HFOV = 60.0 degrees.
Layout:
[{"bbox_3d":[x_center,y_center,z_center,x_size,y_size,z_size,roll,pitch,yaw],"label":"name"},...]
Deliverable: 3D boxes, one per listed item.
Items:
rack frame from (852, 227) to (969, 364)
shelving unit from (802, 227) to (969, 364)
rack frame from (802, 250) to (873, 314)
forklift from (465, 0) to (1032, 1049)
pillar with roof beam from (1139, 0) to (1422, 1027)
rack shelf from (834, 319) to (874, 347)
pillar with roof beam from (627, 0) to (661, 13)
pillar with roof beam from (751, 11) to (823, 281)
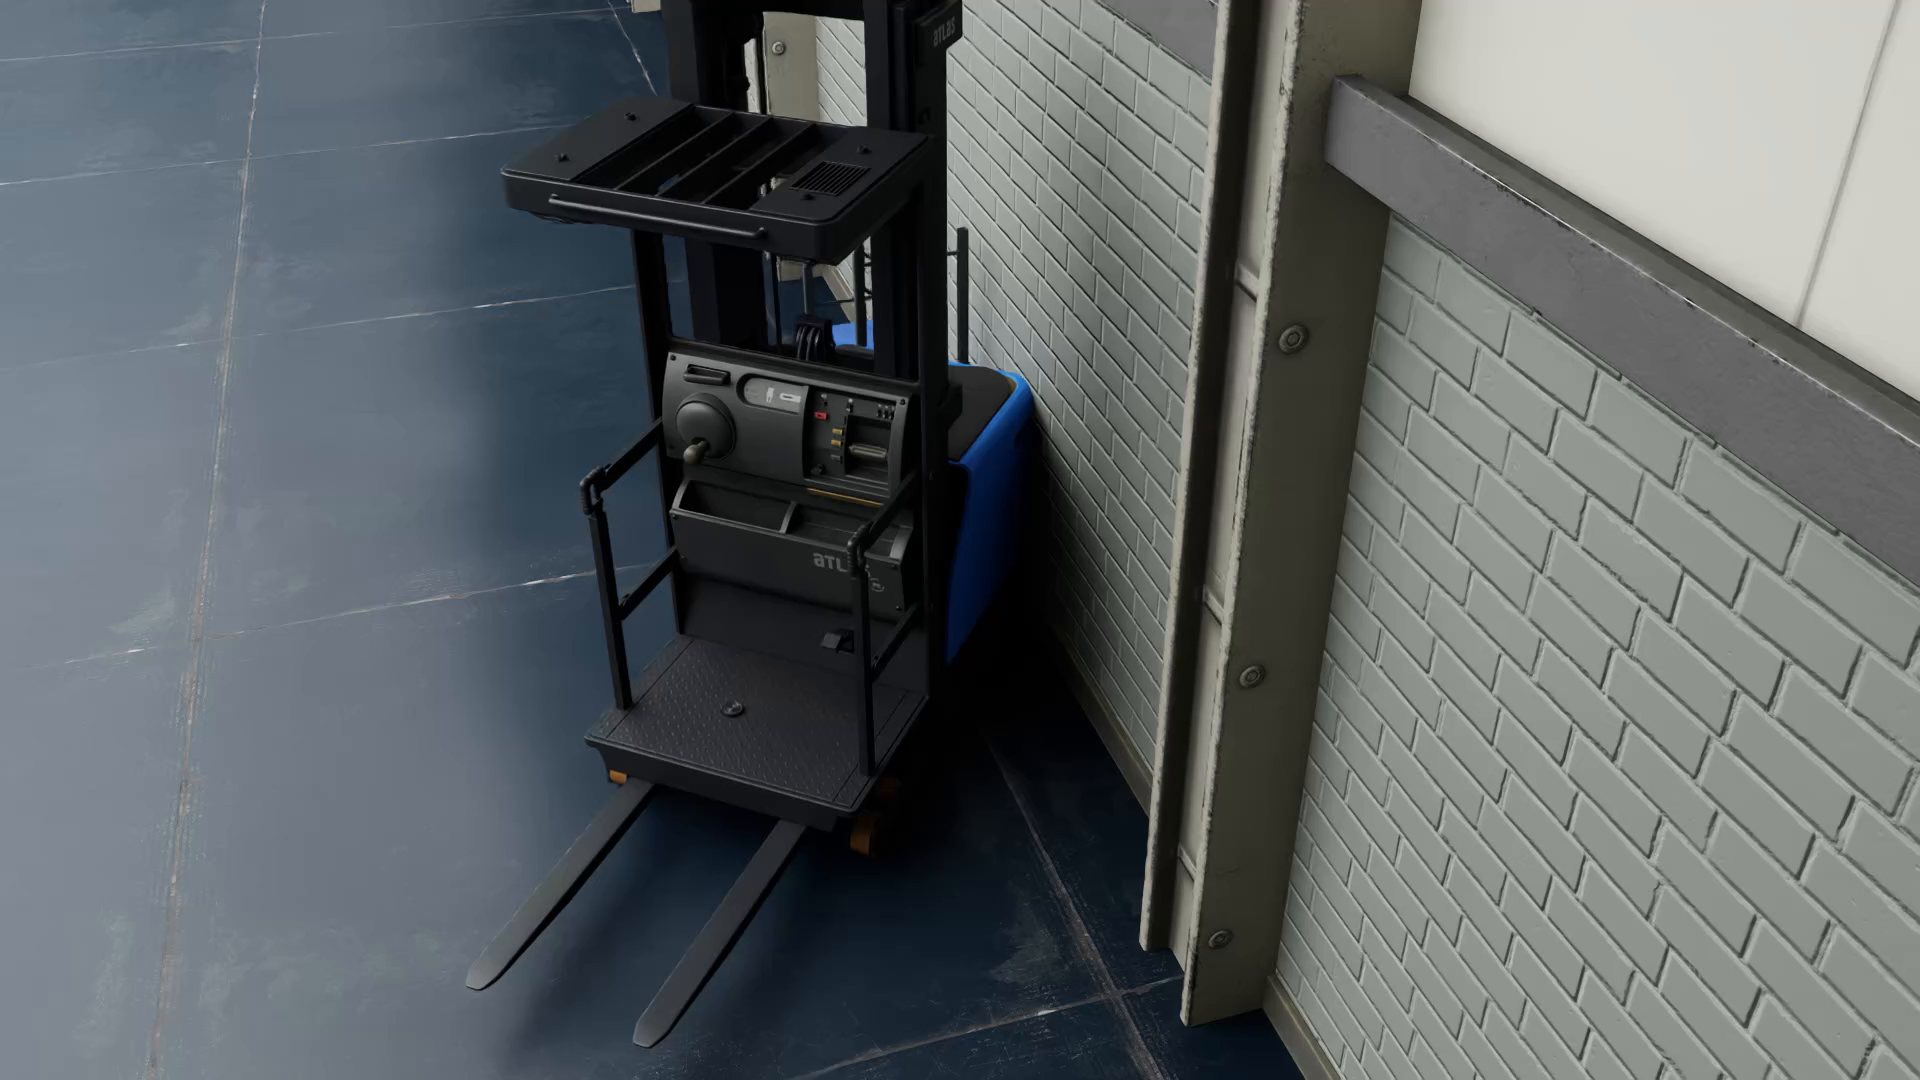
[{"bbox_3d":[-0.205,-0.649,7.369,0.500,1.500,0.032,-10,35,-15],"label":"rack frame"},{"bbox_3d":[-0.360,-0.915,7.774,0.538,1.500,1.048,-10,35,-15],"label":"shelving unit"},{"bbox_3d":[-0.515,-1.182,8.178,0.500,1.500,0.032,-10,35,-15],"label":"rack frame"},{"bbox_3d":[-0.689,-0.345,5.613,1.130,2.935,3.031,12,35,18],"label":"forklift"},{"bbox_3d":[-3.283,-1.587,1.988,9.100,9.000,0.400,-10,35,-15],"label":"pillar with roof beam"},{"bbox_3d":[-0.360,-0.765,7.873,0.538,0.185,1.000,-10,35,-15],"label":"rack shelf"},{"bbox_3d":[-6.943,-7.887,11.523,9.100,9.000,0.400,-10,35,-15],"label":"pillar with roof beam"},{"bbox_3d":[-5.113,-4.737,6.756,9.100,9.000,0.400,-10,35,-15],"label":"pillar with roof beam"}]
